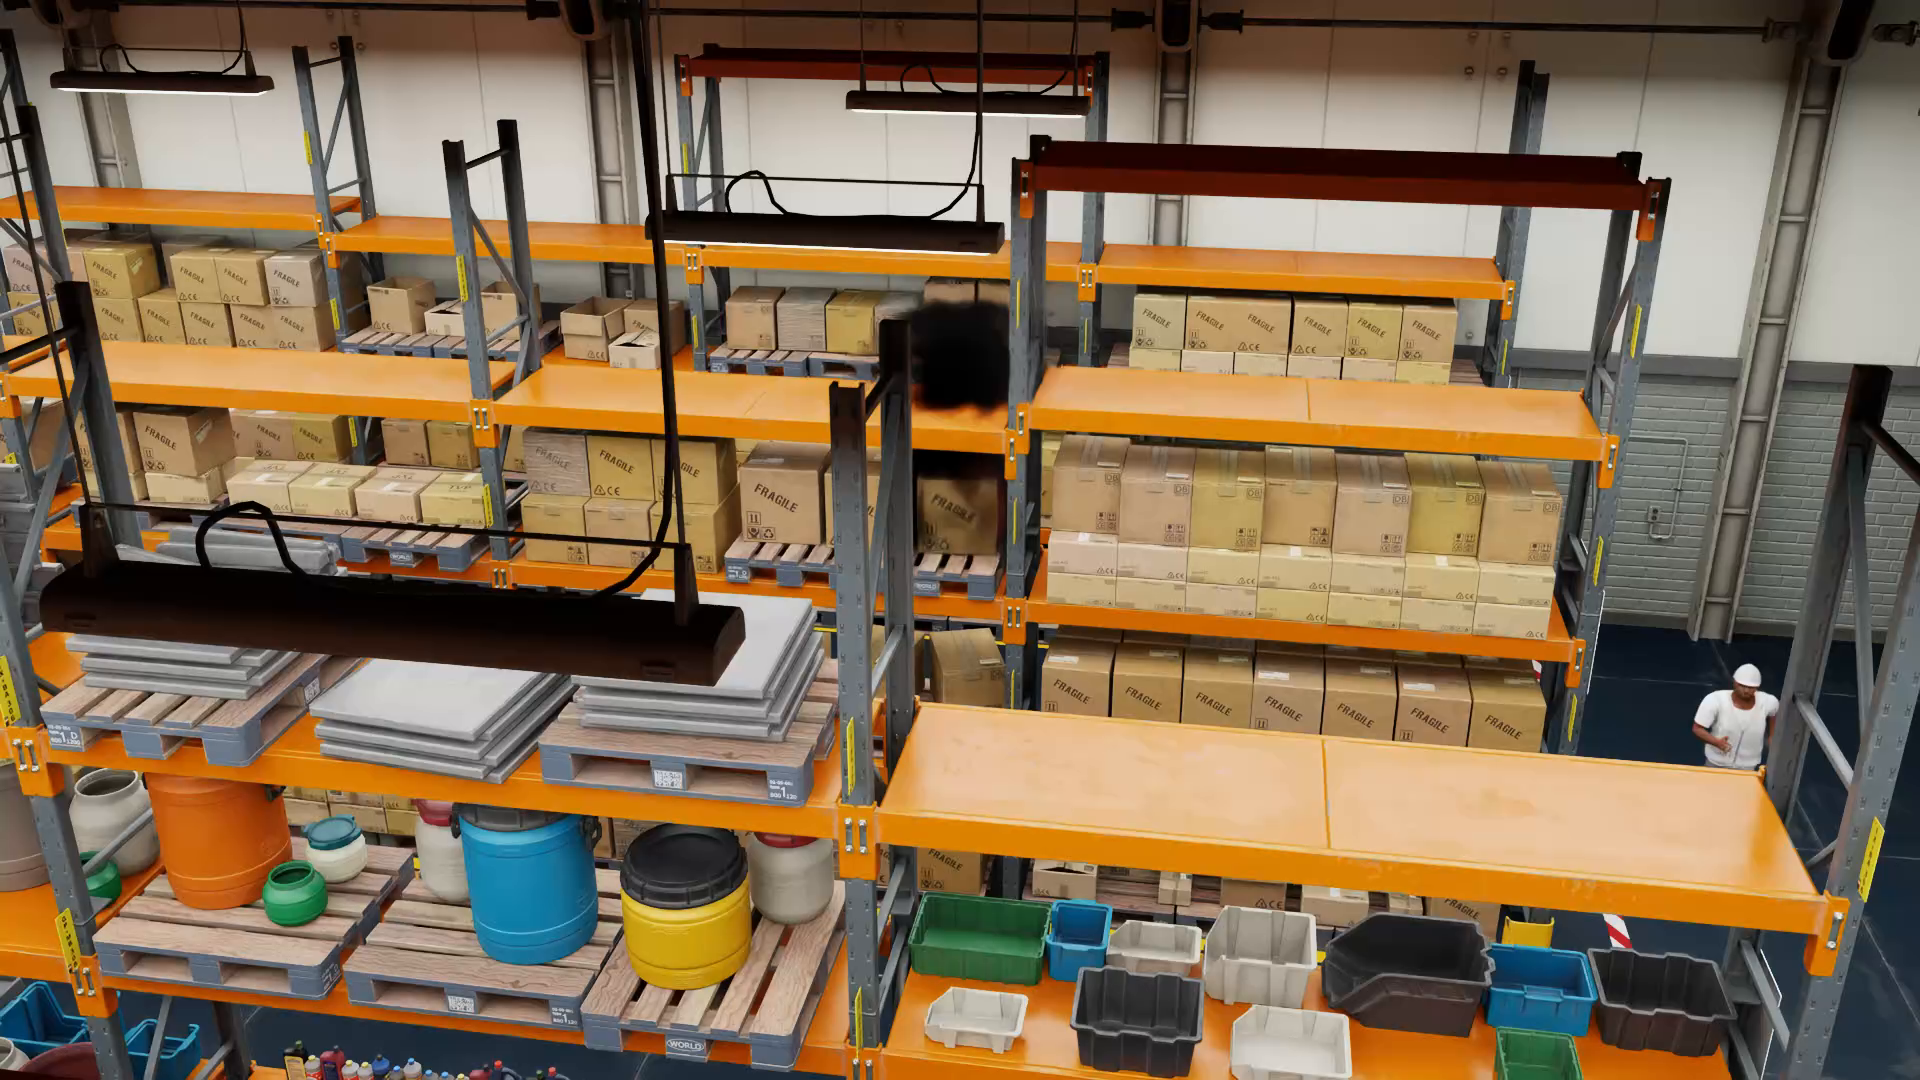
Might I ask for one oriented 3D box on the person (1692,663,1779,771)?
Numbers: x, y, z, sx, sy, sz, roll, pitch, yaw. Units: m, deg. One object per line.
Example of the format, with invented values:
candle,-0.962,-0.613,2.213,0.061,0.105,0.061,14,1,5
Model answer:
person,6.375,1.834,13.767,0.689,1.823,0.863,7,24,17
